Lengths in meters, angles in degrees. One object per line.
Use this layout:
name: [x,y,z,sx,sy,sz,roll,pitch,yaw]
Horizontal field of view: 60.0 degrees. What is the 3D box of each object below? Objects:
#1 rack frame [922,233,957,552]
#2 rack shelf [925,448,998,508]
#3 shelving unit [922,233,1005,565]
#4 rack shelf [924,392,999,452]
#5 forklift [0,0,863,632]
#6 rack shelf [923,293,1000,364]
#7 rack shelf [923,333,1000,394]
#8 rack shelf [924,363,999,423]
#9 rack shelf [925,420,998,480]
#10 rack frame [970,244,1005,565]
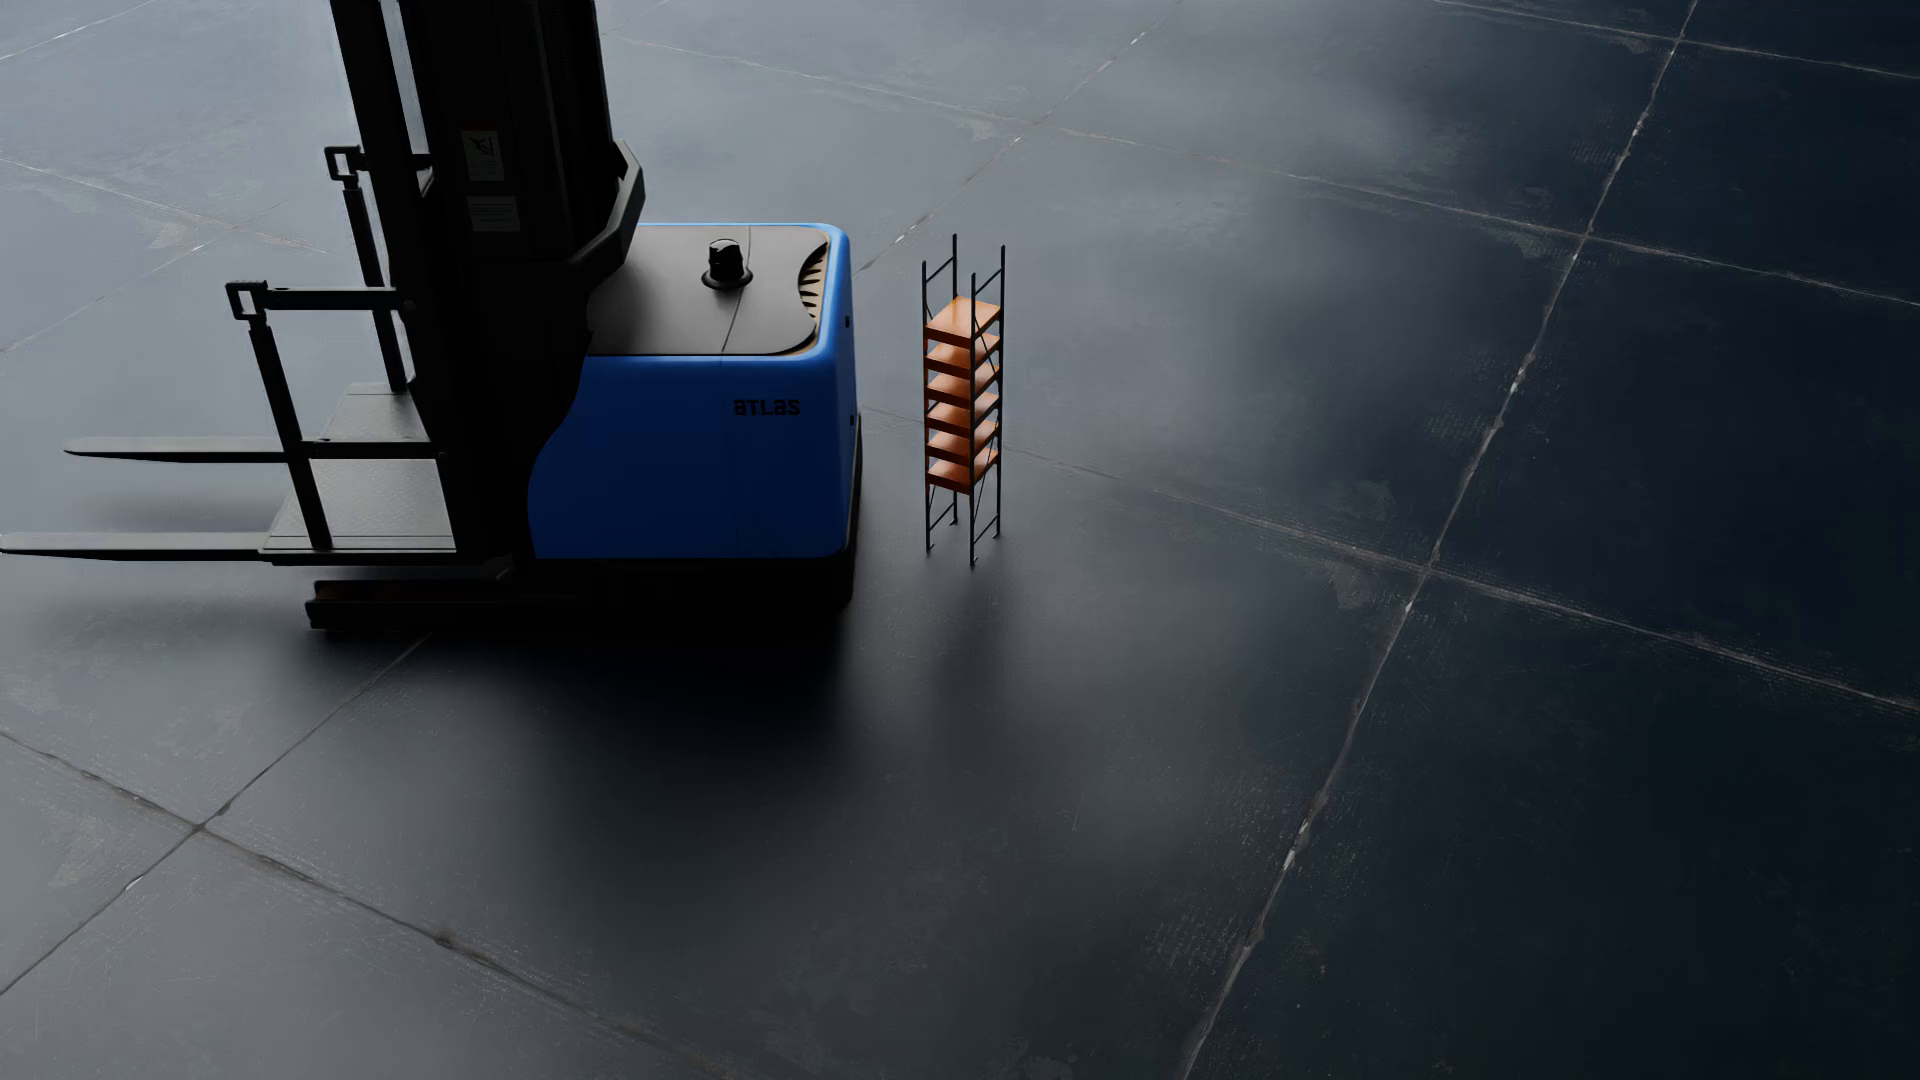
rack frame: [-0.068,-0.499,5.915,0.006,1.200,0.240,17,41,21]
rack shelf: [0.013,-0.247,6.054,0.180,0.103,0.258,17,41,21]
shelving unit: [0.013,-0.474,5.882,0.189,1.200,0.258,17,41,21]
rack shelf: [0.013,-0.438,5.909,0.180,0.103,0.258,17,41,21]
forklift: [-1.897,-1.165,5.361,3.031,2.935,1.130,0,37,0]
rack shelf: [0.013,-0.725,5.691,0.180,0.103,0.258,17,41,21]
rack shelf: [0.013,-0.630,5.764,0.180,0.103,0.258,17,41,21]
rack shelf: [0.013,-0.534,5.836,0.180,0.103,0.258,17,41,21]
rack shelf: [0.013,-0.343,5.981,0.180,0.103,0.258,17,41,21]
rack frame: [0.094,-0.448,5.848,0.006,1.200,0.240,17,41,21]
